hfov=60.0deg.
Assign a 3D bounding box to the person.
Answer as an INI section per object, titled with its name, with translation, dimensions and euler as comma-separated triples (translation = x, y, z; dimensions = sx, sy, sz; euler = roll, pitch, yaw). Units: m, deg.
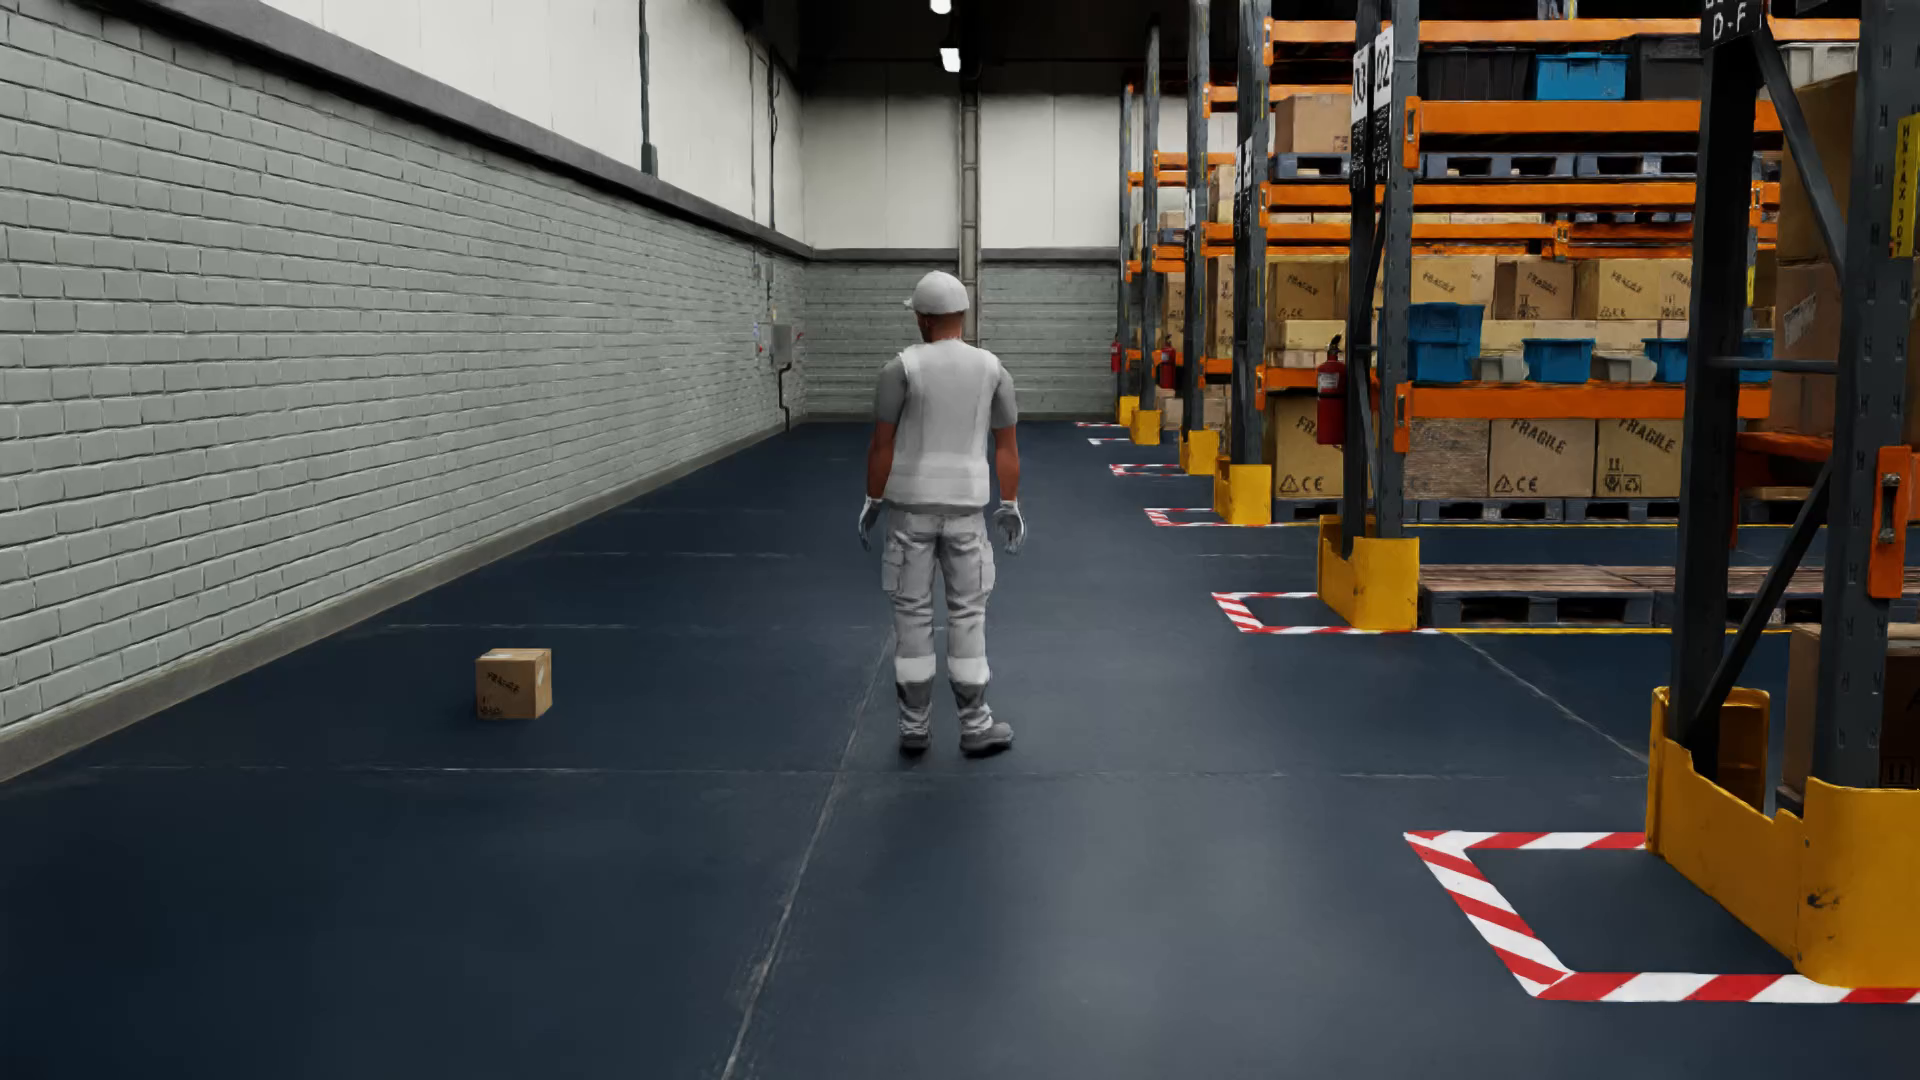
[person]
translation = -0.072, -0.108, 6.293
dimensions = 0.636, 1.797, 0.378
euler = -1, 7, -11
